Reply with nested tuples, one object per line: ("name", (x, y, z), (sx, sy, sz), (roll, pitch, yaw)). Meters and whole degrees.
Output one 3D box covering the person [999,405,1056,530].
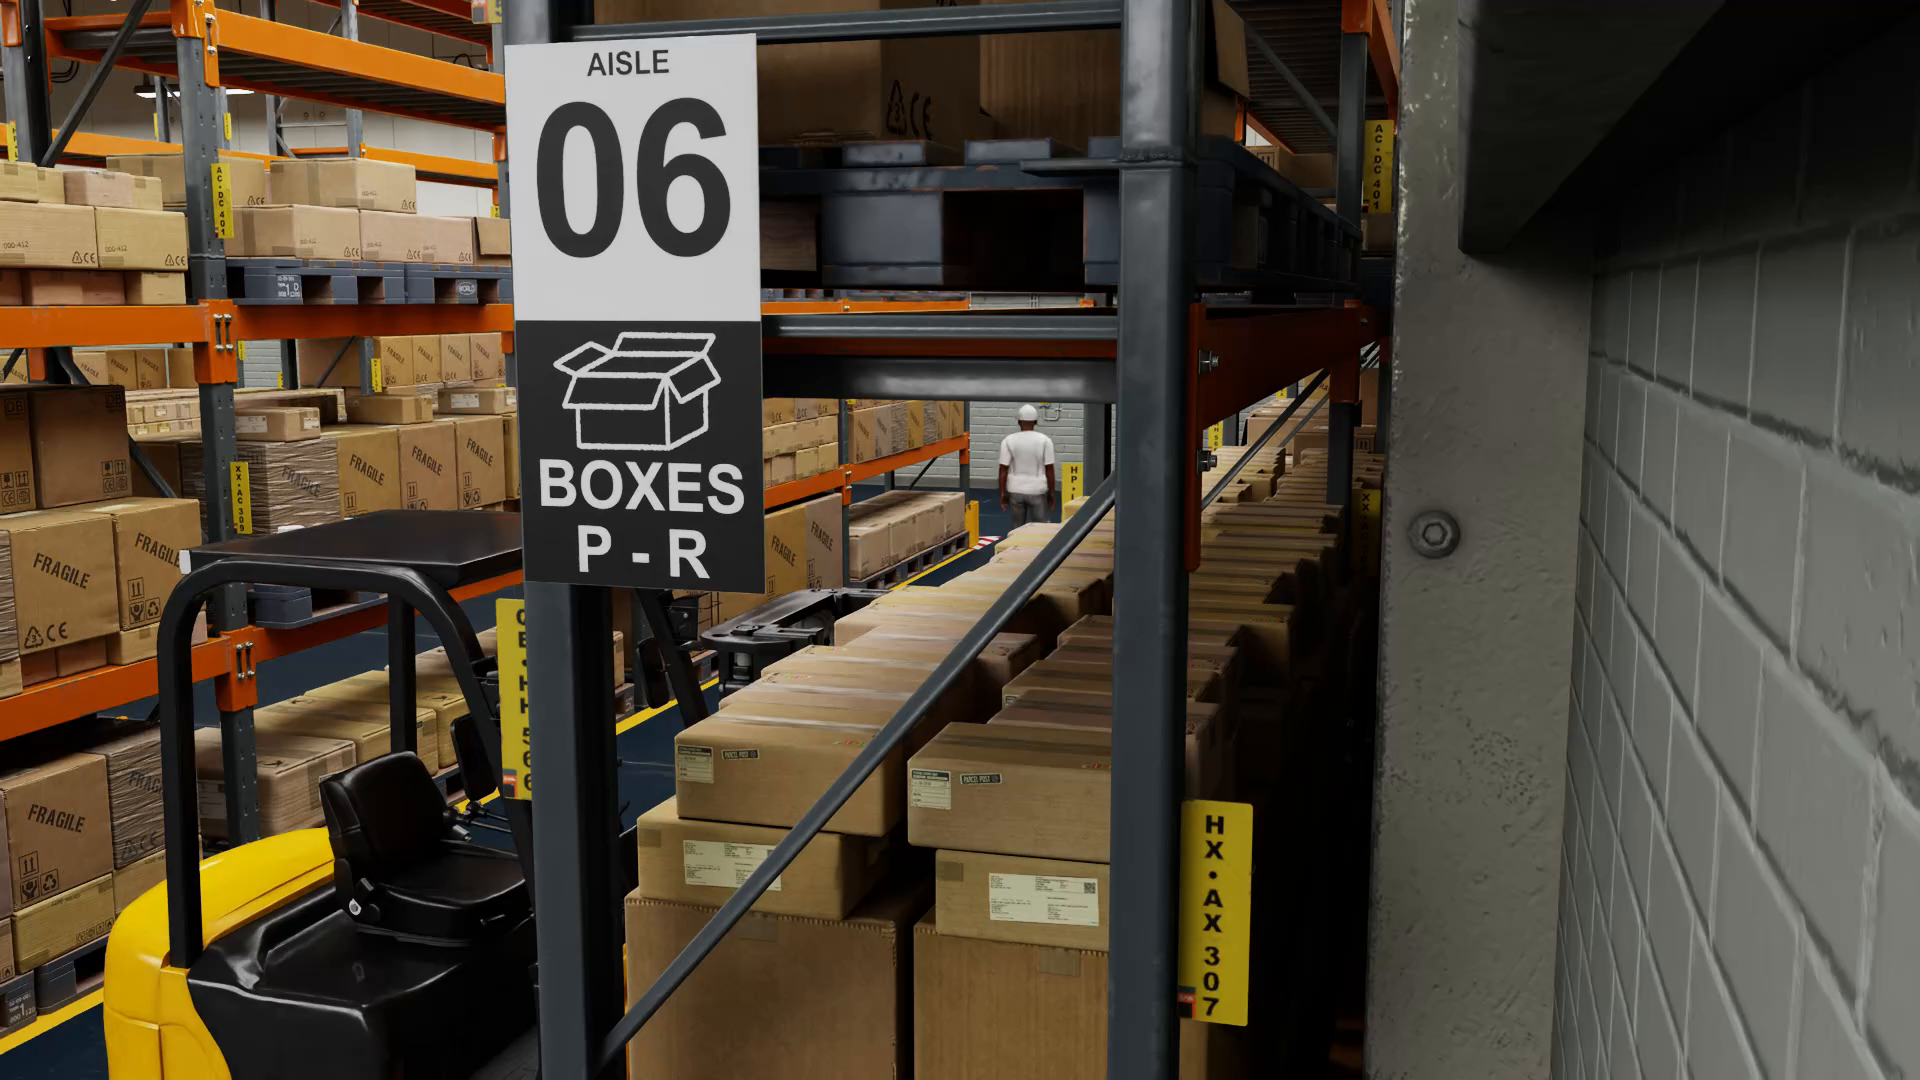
("person", (0.674, -0.475, 16.635), (0.571, 1.754, 0.563), (1, 8, 7))
